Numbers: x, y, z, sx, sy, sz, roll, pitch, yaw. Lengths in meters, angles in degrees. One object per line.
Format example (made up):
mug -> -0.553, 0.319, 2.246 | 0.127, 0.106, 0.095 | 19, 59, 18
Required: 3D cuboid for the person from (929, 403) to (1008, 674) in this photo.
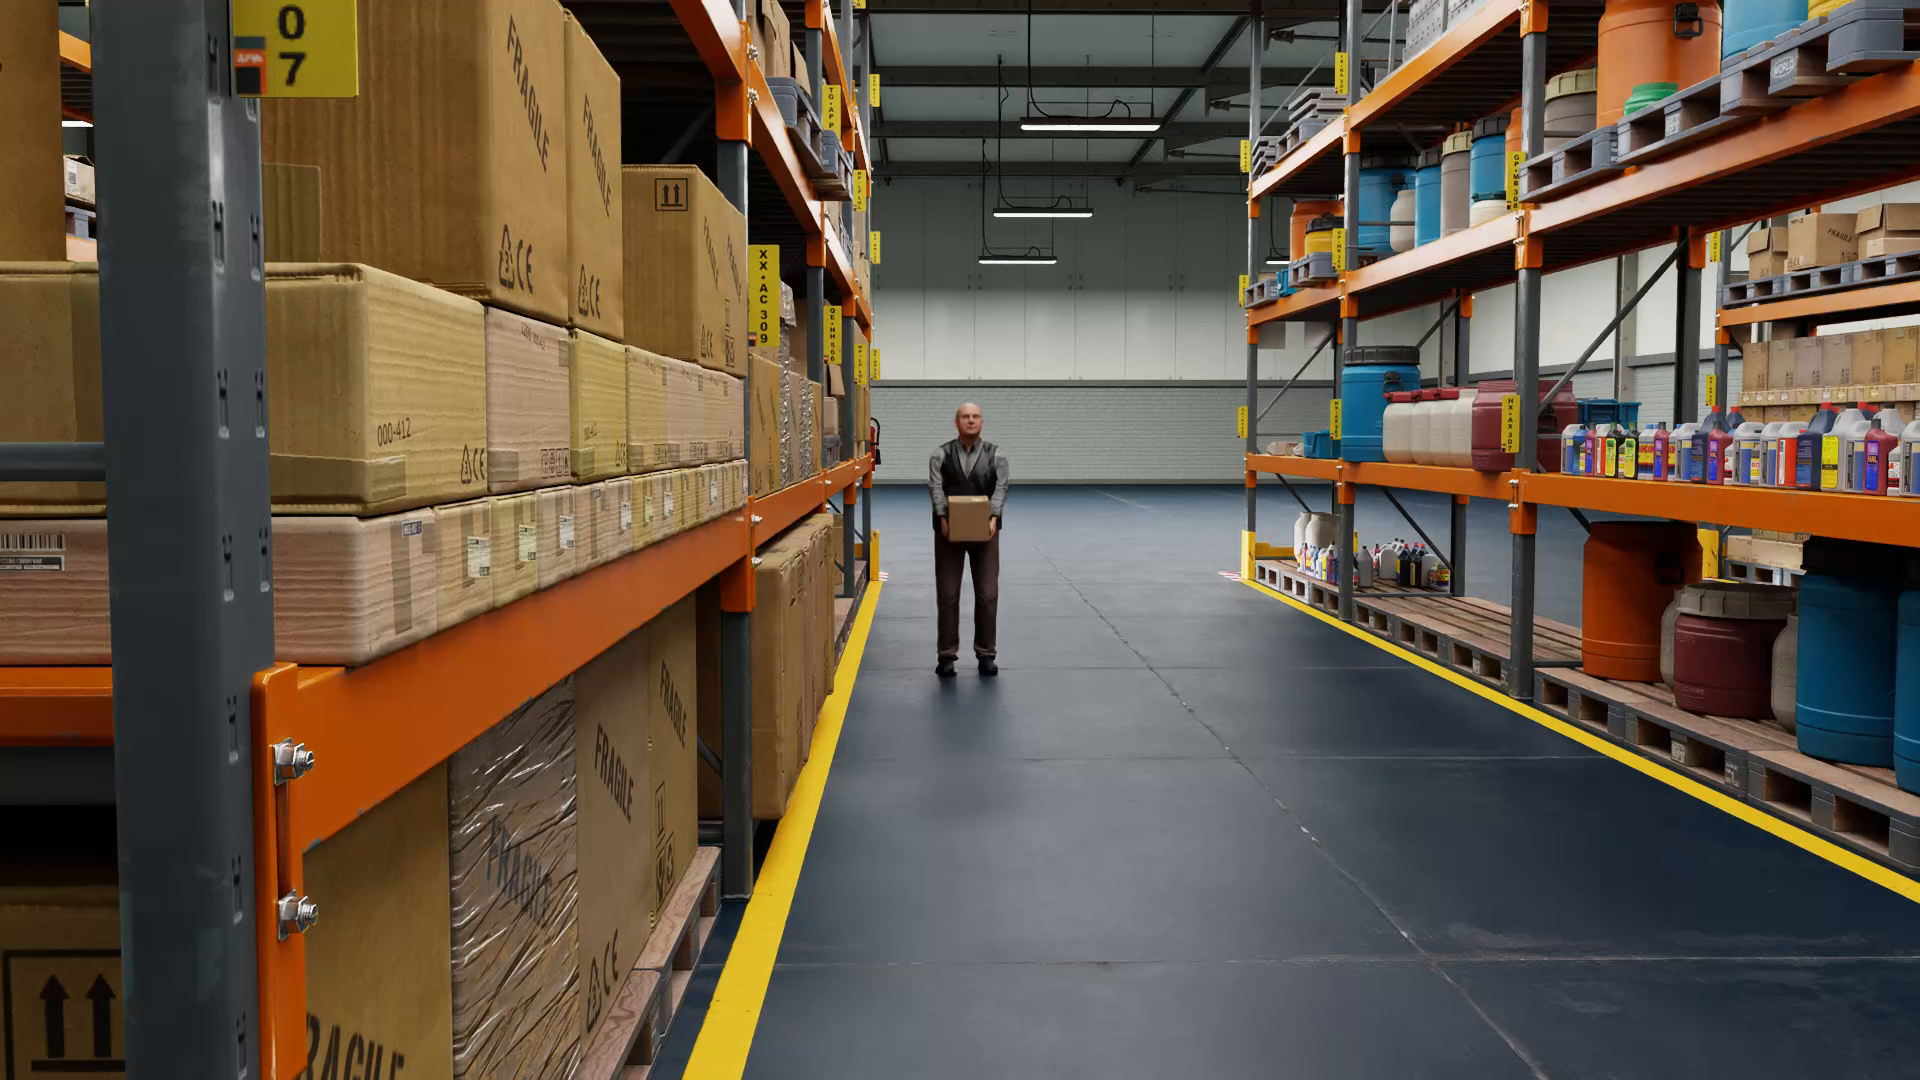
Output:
person -> 0.058, -0.009, 10.549 | 0.508, 1.722, 0.547 | 0, 4, -2
